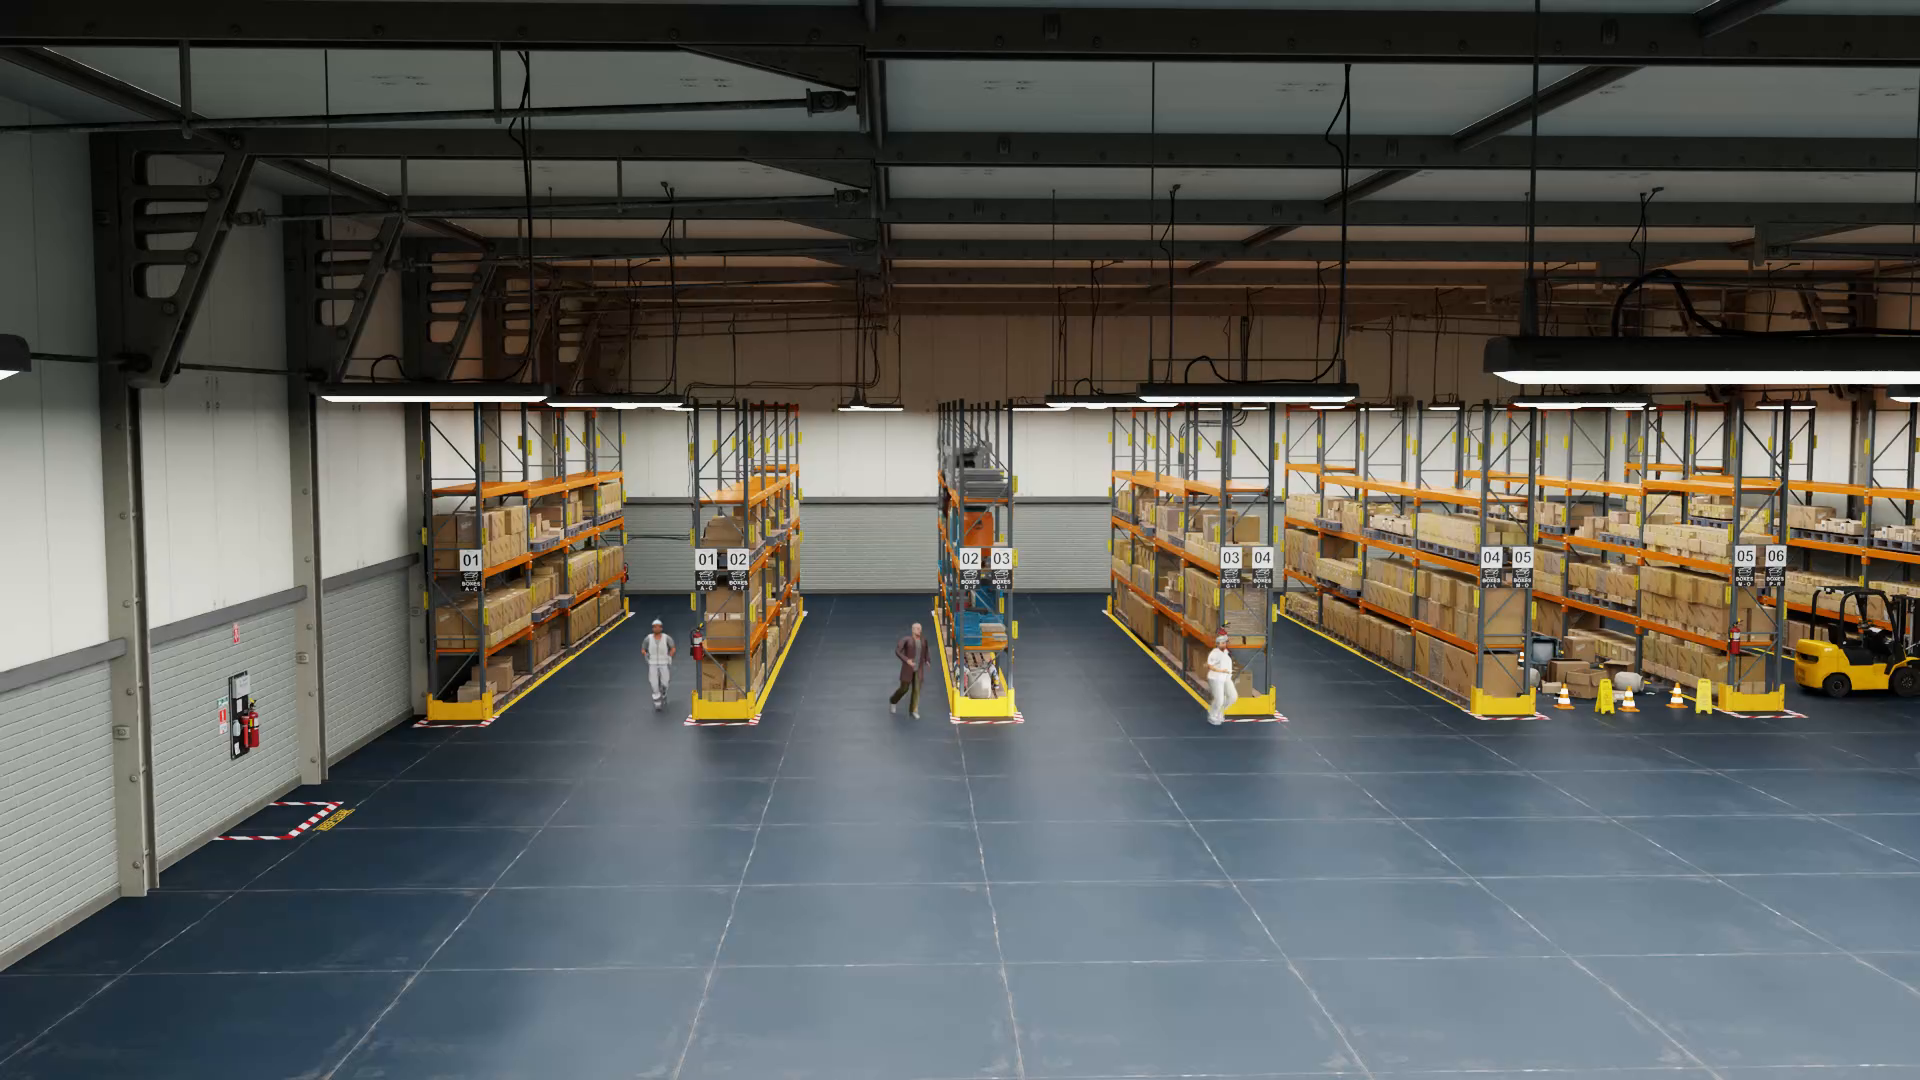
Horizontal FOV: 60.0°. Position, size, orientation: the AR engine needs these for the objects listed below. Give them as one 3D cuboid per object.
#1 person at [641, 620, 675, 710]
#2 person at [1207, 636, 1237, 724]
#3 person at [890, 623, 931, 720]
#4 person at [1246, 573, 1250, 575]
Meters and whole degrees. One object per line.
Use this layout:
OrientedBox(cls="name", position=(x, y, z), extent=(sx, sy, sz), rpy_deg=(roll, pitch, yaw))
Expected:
OrientedBox(cls="person", position=(-5.820, 2.414, 32.062), extent=(0.649, 1.739, 0.601), rpy_deg=(-1, 4, -8))
OrientedBox(cls="person", position=(4.828, 2.578, 30.578), extent=(0.603, 1.632, 0.553), rpy_deg=(-4, 6, -40))
OrientedBox(cls="person", position=(-0.867, 2.447, 31.445), extent=(0.766, 1.759, 0.950), rpy_deg=(-2, 5, -29))
OrientedBox(cls="person", position=(8.013, 1.317, 47.586), extent=(0.619, 1.610, 0.803), rpy_deg=(4, 6, 40))
